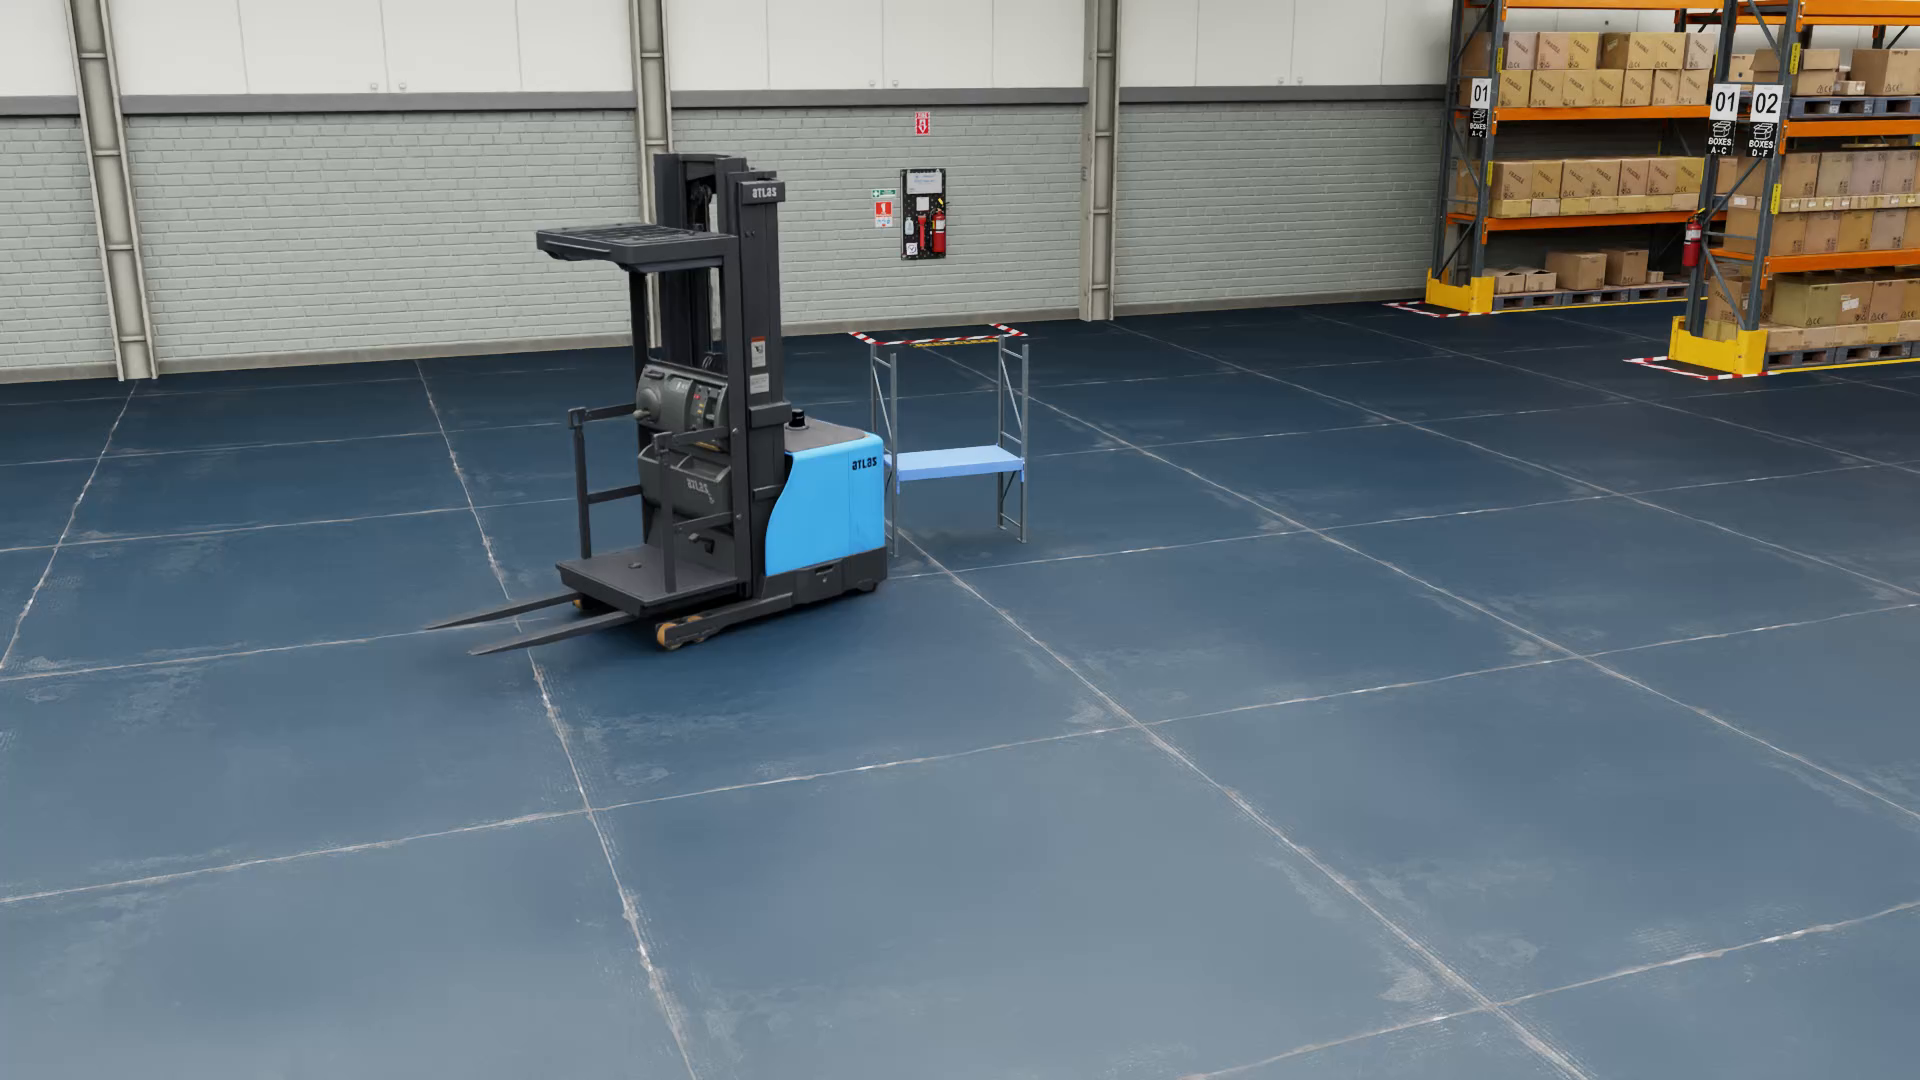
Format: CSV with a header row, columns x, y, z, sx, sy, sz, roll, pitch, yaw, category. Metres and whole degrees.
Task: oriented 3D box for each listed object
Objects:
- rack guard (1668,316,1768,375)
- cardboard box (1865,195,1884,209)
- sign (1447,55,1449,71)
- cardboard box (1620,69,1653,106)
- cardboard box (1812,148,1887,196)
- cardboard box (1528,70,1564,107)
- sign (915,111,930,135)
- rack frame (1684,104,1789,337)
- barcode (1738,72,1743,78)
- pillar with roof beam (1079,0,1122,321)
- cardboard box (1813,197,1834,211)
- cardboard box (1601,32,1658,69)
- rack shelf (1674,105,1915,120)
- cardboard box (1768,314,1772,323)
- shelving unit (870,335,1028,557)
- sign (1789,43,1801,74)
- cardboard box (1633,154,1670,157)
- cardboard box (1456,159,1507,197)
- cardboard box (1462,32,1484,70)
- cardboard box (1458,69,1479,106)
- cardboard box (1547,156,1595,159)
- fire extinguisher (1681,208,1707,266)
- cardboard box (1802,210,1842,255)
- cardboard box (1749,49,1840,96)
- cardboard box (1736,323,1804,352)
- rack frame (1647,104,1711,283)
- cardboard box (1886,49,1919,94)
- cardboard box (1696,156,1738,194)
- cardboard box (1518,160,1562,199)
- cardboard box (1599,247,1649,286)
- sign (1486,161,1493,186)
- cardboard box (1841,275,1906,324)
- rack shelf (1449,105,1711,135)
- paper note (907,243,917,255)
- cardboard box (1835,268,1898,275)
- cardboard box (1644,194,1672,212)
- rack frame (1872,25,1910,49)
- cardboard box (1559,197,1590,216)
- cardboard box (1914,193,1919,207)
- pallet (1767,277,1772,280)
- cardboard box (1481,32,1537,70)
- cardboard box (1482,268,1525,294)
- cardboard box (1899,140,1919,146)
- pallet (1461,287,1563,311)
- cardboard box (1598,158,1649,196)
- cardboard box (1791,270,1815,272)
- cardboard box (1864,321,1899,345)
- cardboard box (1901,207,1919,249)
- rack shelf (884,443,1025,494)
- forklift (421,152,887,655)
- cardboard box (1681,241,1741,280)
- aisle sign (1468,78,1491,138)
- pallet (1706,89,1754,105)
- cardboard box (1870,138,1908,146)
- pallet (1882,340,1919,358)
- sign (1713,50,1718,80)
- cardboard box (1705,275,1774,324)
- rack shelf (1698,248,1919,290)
x,y,z,sx,sy,sz,roll,pitch,yaw,category
8.892,-2.299,19.540,0.348,0.500,1.175,-6,17,-20,rack guard
10.560,-3.973,19.477,0.250,0.149,0.380,-6,18,-21,cardboard box
6.959,-6.816,23.590,0.005,0.325,0.100,-6,17,-20,sign
9.510,-6.475,23.786,0.500,0.500,0.500,-7,18,-22,cardboard box
10.364,-4.326,19.526,0.500,0.500,0.700,-6,17,-20,cardboard box
8.054,-6.313,23.237,0.500,0.500,0.500,-5,17,-16,cardboard box
-0.485,-5.396,21.534,0.199,0.298,0.001,-6,17,-20,sign
8.914,-3.501,19.196,0.127,3.000,1.000,-6,17,-20,rack frame
9.024,-5.376,19.228,0.075,0.075,0.001,-6,17,-20,barcode
3.420,-6.243,17.886,0.400,9.000,9.100,-6,17,-20,pillar with roof beam
9.837,-3.895,19.210,0.250,0.149,0.380,-6,17,-20,cardboard box
9.511,-6.948,23.625,0.500,0.500,0.500,-7,18,-22,cardboard box
12.741,-6.503,25.372,4.000,0.370,1.077,-6,17,-20,rack shelf
9.772,-2.568,20.156,0.500,0.250,0.500,-6,17,-20,cardboard box
-0.080,-0.711,12.358,1.048,1.500,0.538,-6,17,-20,shelving unit
9.107,-5.251,18.140,0.005,0.325,0.100,-6,17,-20,sign
10.360,-5.512,24.945,0.500,0.500,0.500,-7,18,-21,cardboard box
7.502,-5.205,23.898,0.500,0.500,0.500,-6,18,-21,cardboard box
7.447,-6.893,23.435,0.500,0.500,0.500,-5,17,-18,cardboard box
7.437,-6.409,23.564,0.500,0.500,0.500,-5,17,-16,cardboard box
8.927,-5.357,24.416,0.500,0.500,0.500,-6,17,-19,cardboard box
8.638,-3.574,19.583,0.183,0.674,0.296,-6,17,-20,fire extinguisher
9.844,-3.647,19.516,0.500,0.500,0.700,-6,17,-19,cardboard box
9.453,-5.315,18.874,0.637,0.503,0.797,-5,17,-16,cardboard box
9.495,-2.379,19.509,0.500,0.250,0.500,-6,17,-20,cardboard box
10.874,-5.207,25.007,0.127,3.000,1.000,-6,17,-20,rack frame
11.067,-5.529,19.601,0.637,0.503,0.797,-4,17,-14,cardboard box
11.361,-5.509,25.075,0.500,0.500,0.700,-6,17,-20,cardboard box
8.157,-5.118,23.601,0.500,0.500,0.500,-6,17,-20,cardboard box
9.919,-4.104,24.905,0.500,0.500,0.500,-8,18,-24,cardboard box
7.333,-5.077,23.025,0.005,0.325,0.100,-6,17,-20,sign
10.896,-2.889,19.916,0.500,0.500,0.500,-6,17,-20,cardboard box
9.006,-6.100,23.999,4.000,0.370,1.077,-6,17,-20,rack shelf
-0.631,-3.836,21.900,0.142,0.148,0.016,-6,17,-20,paper note
11.171,-3.081,20.570,0.500,0.500,0.500,-6,17,-20,cardboard box
10.072,-4.969,24.427,0.500,0.250,0.500,-6,17,-20,cardboard box
14.609,-8.489,25.535,0.127,3.000,1.000,-6,17,-20,rack frame
8.665,-4.813,23.895,0.500,0.250,0.500,-6,18,-21,cardboard box
11.286,-4.052,19.744,0.250,0.149,0.380,-6,17,-18,cardboard box
12.741,-4.072,26.091,1.213,0.211,1.003,-6,17,-20,pallet
7.585,-6.755,22.968,0.500,0.500,0.500,-8,18,-24,cardboard box
7.817,-3.771,24.107,0.500,0.311,0.500,-8,18,-26,cardboard box
15.152,-6.151,26.150,0.500,0.250,0.500,-6,17,-19,cardboard box
7.981,-3.546,24.300,1.213,0.211,1.003,-6,17,-20,pallet
9.605,-5.276,24.140,0.500,0.500,0.500,-7,18,-22,cardboard box
12.979,-4.457,26.108,0.500,0.500,0.700,-6,17,-20,cardboard box
10.896,-2.529,20.023,0.500,0.250,0.500,-6,17,-20,cardboard box
11.277,-3.801,20.042,0.500,0.500,0.700,-6,17,-19,cardboard box
-0.080,-0.538,12.408,1.000,0.185,0.538,-6,17,-20,rack shelf
-1.922,-0.893,10.439,3.031,2.935,1.130,-15,22,-41,forklift
11.555,-4.297,25.564,0.500,0.500,0.700,-6,17,-18,cardboard box
7.179,-5.965,22.974,0.004,0.787,0.394,-6,17,-20,aisle sign
11.488,-6.591,24.727,1.003,0.211,1.213,-6,17,-20,pallet
14.939,-6.284,26.603,0.500,0.250,0.500,-6,17,-19,cardboard box
11.892,-2.497,20.727,1.213,0.211,1.003,-6,17,-20,pallet
8.733,-5.471,19.151,0.005,0.325,0.100,-6,17,-20,sign
9.309,-2.875,19.870,0.500,0.500,0.500,-6,17,-20,cardboard box
10.782,-3.357,19.984,4.000,0.370,1.077,-6,17,-20,rack shelf
